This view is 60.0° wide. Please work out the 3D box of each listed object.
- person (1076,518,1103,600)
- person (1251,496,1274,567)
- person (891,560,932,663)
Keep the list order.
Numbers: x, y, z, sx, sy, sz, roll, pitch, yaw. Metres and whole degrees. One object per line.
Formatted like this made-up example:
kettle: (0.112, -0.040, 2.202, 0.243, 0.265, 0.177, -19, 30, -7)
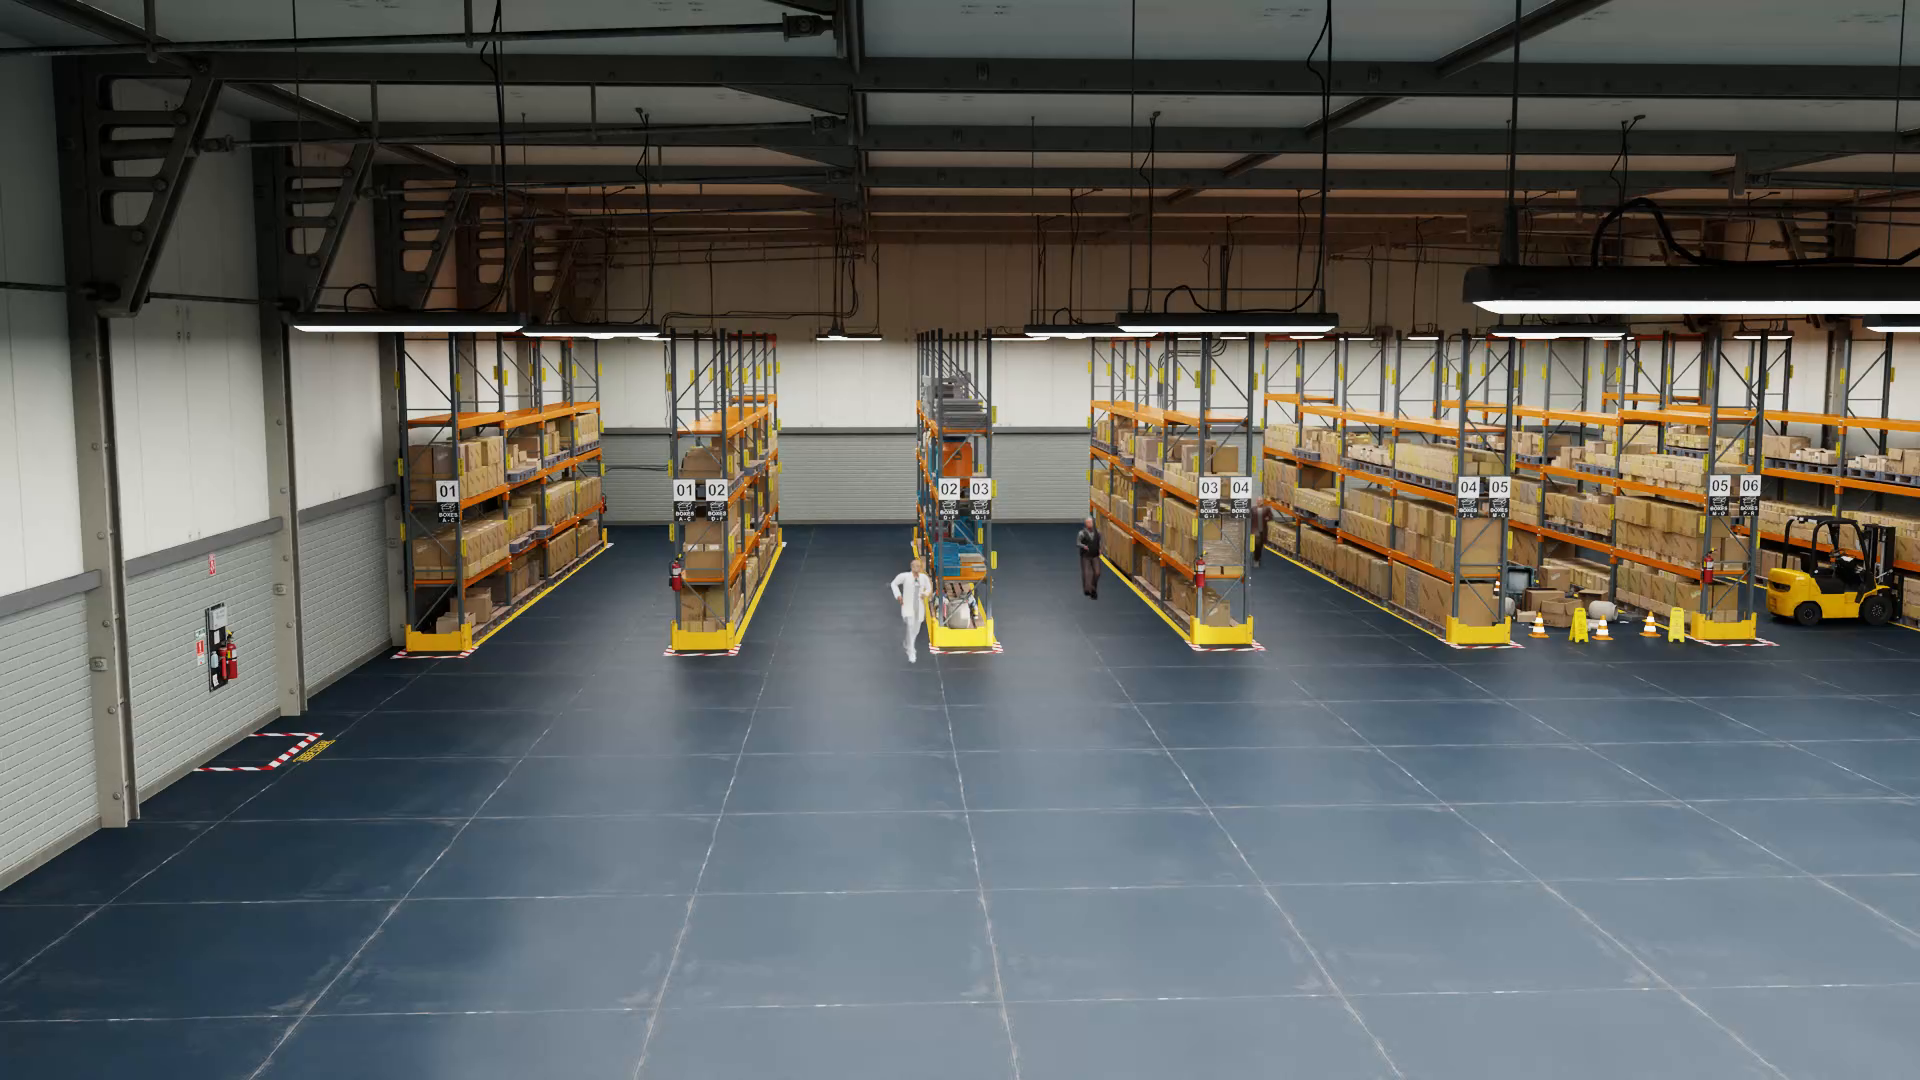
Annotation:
person: (2.804, 0.411, 35.671, 0.633, 1.781, 0.691, -1, 7, -9)
person: (7.756, -0.203, 42.973, 0.665, 1.857, 0.821, 0, 7, 0)
person: (-0.831, 1.263, 30.428, 0.706, 1.807, 1.000, -3, 8, -27)
